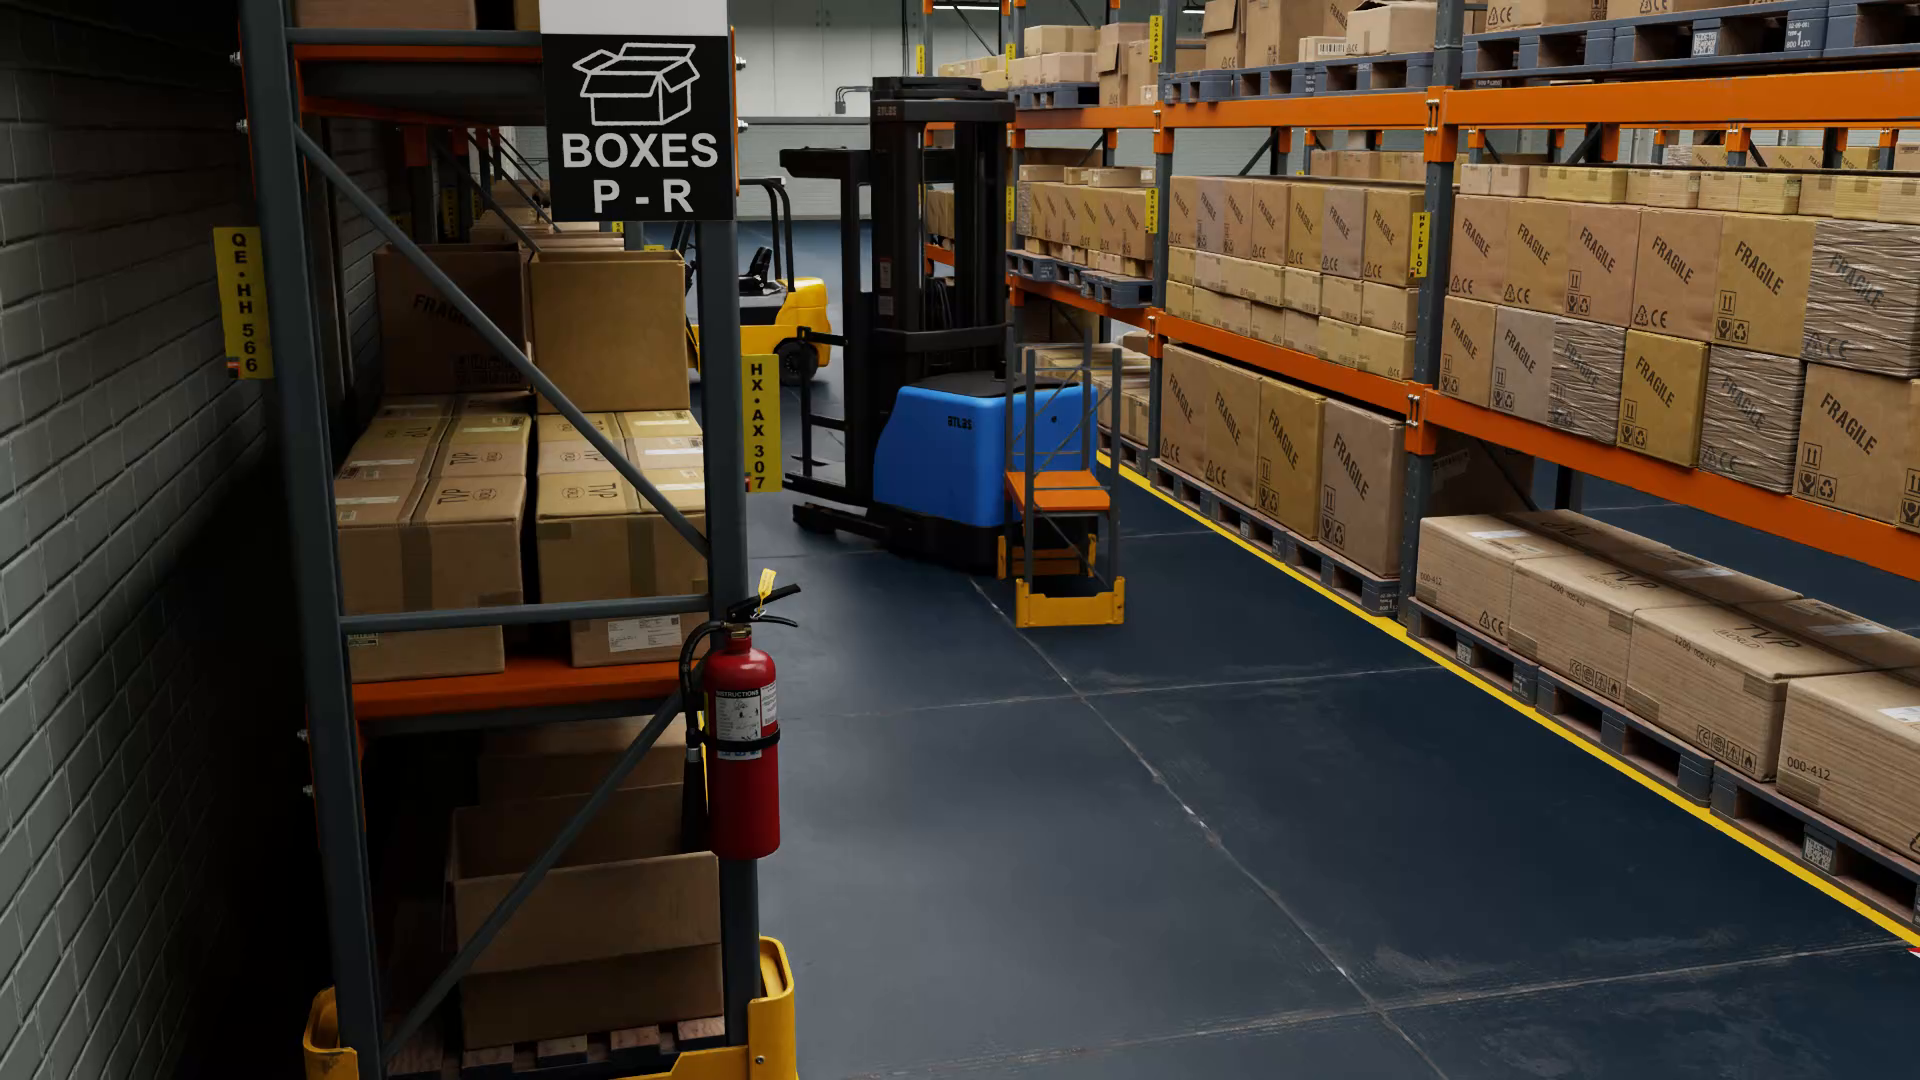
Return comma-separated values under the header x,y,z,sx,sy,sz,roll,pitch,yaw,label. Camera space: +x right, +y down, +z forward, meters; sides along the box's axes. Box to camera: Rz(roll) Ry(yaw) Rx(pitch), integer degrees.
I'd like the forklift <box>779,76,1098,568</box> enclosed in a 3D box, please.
x,y,z,sx,sy,sz,roll,pitch,yaw,label
-0.481,-1.539,11.049,1.130,2.935,3.031,-12,18,-41,forklift

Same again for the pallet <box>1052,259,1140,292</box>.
x,y,z,sx,sy,sz,roll,pitch,yaw,label
1.442,-2.305,14.446,1.003,0.211,1.213,-3,14,-13,pallet

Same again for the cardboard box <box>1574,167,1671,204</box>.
x,y,z,sx,sy,sz,roll,pitch,yaw,label
2.918,-1.545,7.245,0.380,0.149,0.250,-4,14,-15,cardboard box

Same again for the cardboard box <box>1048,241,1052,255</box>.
x,y,z,sx,sy,sz,roll,pitch,yaw,label
1.021,-2.684,15.238,0.380,0.149,0.250,-2,14,-10,cardboard box

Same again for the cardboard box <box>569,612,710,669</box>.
x,y,z,sx,sy,sz,roll,pitch,yaw,label
-0.809,0.210,4.276,0.380,0.149,0.250,-3,14,-14,cardboard box

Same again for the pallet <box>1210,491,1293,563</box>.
x,y,z,sx,sy,sz,roll,pitch,yaw,label
2.342,-0.122,10.983,1.003,0.211,1.213,-3,14,-13,pallet

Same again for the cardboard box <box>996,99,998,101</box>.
x,y,z,sx,sy,sz,roll,pitch,yaw,label
0.580,-4.378,16.737,0.380,0.149,0.250,-3,14,-13,cardboard box

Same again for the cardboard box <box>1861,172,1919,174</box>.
x,y,z,sx,sy,sz,roll,pitch,yaw,label
3.721,-1.345,6.428,0.380,0.149,0.250,-3,14,-13,cardboard box

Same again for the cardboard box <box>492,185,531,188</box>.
x,y,z,sx,sy,sz,roll,pitch,yaw,label
-4.454,-3.451,16.529,0.380,0.149,0.250,-3,14,-14,cardboard box

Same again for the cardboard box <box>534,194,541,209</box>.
x,y,z,sx,sy,sz,roll,pitch,yaw,label
-4.755,-3.671,18.054,0.380,0.149,0.250,-4,14,-14,cardboard box

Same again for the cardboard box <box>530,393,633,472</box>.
x,y,z,sx,sy,sz,roll,pitch,yaw,label
-1.224,-0.362,5.778,0.500,0.250,0.500,-4,14,-15,cardboard box

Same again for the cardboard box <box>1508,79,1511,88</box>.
x,y,z,sx,sy,sz,roll,pitch,yaw,label
6.040,-4.856,17.598,0.380,0.149,0.250,-4,14,-14,cardboard box

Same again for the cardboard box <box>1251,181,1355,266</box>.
x,y,z,sx,sy,sz,roll,pitch,yaw,label
2.173,-2.000,10.476,0.500,0.500,0.500,-3,14,-12,cardboard box

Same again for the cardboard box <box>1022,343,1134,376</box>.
x,y,z,sx,sy,sz,roll,pitch,yaw,label
1.133,-1.673,16.108,0.950,0.372,0.625,-3,14,-12,cardboard box

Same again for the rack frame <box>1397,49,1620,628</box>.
x,y,z,sx,sy,sz,roll,pitch,yaw,label
2.886,-1.021,8.786,1.000,3.000,0.127,-3,14,-13,rack frame

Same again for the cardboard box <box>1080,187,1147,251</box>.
x,y,z,sx,sy,sz,roll,pitch,yaw,label
1.318,-2.665,13.794,0.500,0.500,0.500,-4,14,-17,cardboard box

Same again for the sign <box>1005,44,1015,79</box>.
x,y,z,sx,sy,sz,roll,pitch,yaw,label
0.482,-4.543,15.792,0.100,0.325,0.005,-3,14,-13,sign

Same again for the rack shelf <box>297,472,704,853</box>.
x,y,z,sx,sy,sz,roll,pitch,yaw,label
-1.468,0.067,5.847,1.077,0.370,4.000,-3,14,-13,rack shelf

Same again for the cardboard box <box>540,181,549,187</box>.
x,y,z,sx,sy,sz,roll,pitch,yaw,label
-4.305,-3.774,17.848,0.380,0.149,0.250,-3,14,-13,cardboard box

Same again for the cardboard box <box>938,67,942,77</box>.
x,y,z,sx,sy,sz,roll,pitch,yaw,label
-0.047,-5.419,19.314,0.380,0.149,0.250,-3,14,-14,cardboard box

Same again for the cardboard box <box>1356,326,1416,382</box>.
x,y,z,sx,sy,sz,roll,pitch,yaw,label
2.536,-1.038,9.170,0.500,0.250,0.500,-4,14,-15,cardboard box

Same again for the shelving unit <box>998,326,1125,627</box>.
x,y,z,sx,sy,sz,roll,pitch,yaw,label
0.559,-0.389,9.359,0.587,1.500,1.083,-1,14,-4,shelving unit

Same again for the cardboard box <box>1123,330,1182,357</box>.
x,y,z,sx,sy,sz,roll,pitch,yaw,label
2.079,-1.977,17.959,0.500,0.500,0.500,7,15,26,cardboard box

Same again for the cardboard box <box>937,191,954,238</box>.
x,y,z,sx,sy,sz,roll,pitch,yaw,label
0.035,-3.738,19.071,0.500,0.500,0.500,-3,14,-11,cardboard box

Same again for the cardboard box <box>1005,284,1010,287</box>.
x,y,z,sx,sy,sz,roll,pitch,yaw,label
0.747,-2.615,18.638,0.500,0.500,0.500,-4,14,-15,cardboard box

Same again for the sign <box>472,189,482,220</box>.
x,y,z,sx,sy,sz,roll,pitch,yaw,label
-4.355,-3.017,14.964,0.100,0.325,0.005,-3,14,-13,sign

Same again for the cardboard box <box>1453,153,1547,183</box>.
x,y,z,sx,sy,sz,roll,pitch,yaw,label
5.742,-3.850,17.775,0.875,0.550,0.550,-3,14,-13,cardboard box

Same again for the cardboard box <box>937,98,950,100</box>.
x,y,z,sx,sy,sz,roll,pitch,yaw,label
0.036,-5.071,18.730,0.500,0.250,0.500,-3,14,-14,cardboard box

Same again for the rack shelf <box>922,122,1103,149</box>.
x,y,z,sx,sy,sz,roll,pitch,yaw,label
0.538,-4.436,17.958,1.077,0.370,4.000,-3,14,-13,rack shelf

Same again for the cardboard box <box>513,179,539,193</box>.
x,y,z,sx,sy,sz,roll,pitch,yaw,label
-4.885,-3.931,18.491,0.380,0.149,0.250,-4,14,-14,cardboard box

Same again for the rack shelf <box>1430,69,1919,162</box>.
x,y,z,sx,sy,sz,roll,pitch,yaw,label
3.356,-1.667,6.627,1.077,0.370,4.000,-3,14,-13,rack shelf

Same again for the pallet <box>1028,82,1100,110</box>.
x,y,z,sx,sy,sz,roll,pitch,yaw,label
1.296,-3.845,14.421,1.213,0.211,1.003,-3,14,-13,pallet

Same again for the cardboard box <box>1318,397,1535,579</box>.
x,y,z,sx,sy,sz,roll,pitch,yaw,label
2.663,-0.332,9.556,0.875,0.875,0.875,-3,14,-11,cardboard box

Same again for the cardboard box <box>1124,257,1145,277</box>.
x,y,z,sx,sy,sz,roll,pitch,yaw,label
1.508,-2.146,13.036,0.380,0.149,0.250,-3,14,-12,cardboard box

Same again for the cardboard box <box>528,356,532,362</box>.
x,y,z,sx,sy,sz,roll,pitch,yaw,label
-1.959,-0.571,6.632,0.500,0.250,0.500,-3,14,-14,cardboard box

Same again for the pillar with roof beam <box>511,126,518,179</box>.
x,y,z,sx,sy,sz,roll,pitch,yaw,label
-8.329,-13.376,46.716,9.100,9.000,0.548,-3,14,-13,pillar with roof beam

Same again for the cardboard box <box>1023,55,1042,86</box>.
x,y,z,sx,sy,sz,roll,pitch,yaw,label
0.875,-4.181,14.830,0.500,0.250,0.500,-3,14,-14,cardboard box

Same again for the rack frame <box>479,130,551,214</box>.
x,y,z,sx,sy,sz,roll,pitch,yaw,label
-3.816,-2.589,15.204,1.000,3.000,0.127,-3,14,-13,rack frame

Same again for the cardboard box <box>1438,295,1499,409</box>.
x,y,z,sx,sy,sz,roll,pitch,yaw,label
2.742,-0.947,8.271,0.500,0.500,0.500,-3,14,-11,cardboard box

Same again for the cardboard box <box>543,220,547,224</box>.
x,y,z,sx,sy,sz,roll,pitch,yaw,label
-2.976,-2.355,12.670,0.380,0.149,0.250,-3,14,-13,cardboard box

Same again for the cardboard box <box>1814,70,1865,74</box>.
x,y,z,sx,sy,sz,roll,pitch,yaw,label
6.735,-3.487,12.350,0.500,0.500,0.500,-3,14,-13,cardboard box

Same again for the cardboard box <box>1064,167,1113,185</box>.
x,y,z,sx,sy,sz,roll,pitch,yaw,label
1.130,-3.206,14.639,0.380,0.149,0.250,-2,14,-10,cardboard box

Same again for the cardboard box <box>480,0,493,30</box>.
x,y,z,sx,sy,sz,roll,pitch,yaw,label
-1.471,-1.398,4.537,0.380,0.149,0.250,-4,14,-15,cardboard box

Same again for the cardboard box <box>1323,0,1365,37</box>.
x,y,z,sx,sy,sz,roll,pitch,yaw,label
2.643,-3.263,10.547,0.500,0.500,0.500,-3,14,-13,cardboard box

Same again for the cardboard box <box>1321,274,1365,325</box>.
x,y,z,sx,sy,sz,roll,pitch,yaw,label
2.422,-1.394,9.576,0.500,0.250,0.500,-3,14,-12,cardboard box

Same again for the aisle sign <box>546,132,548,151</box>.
x,y,z,sx,sy,sz,roll,pitch,yaw,label
-4.486,-4.806,18.802,0.394,0.787,0.004,-3,14,-13,aisle sign

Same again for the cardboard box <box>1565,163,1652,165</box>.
x,y,z,sx,sy,sz,roll,pitch,yaw,label
3.268,-1.817,8.361,0.380,0.149,0.250,-4,14,-14,cardboard box

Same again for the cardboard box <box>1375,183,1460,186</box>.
x,y,z,sx,sy,sz,roll,pitch,yaw,label
2.801,-1.905,10.085,0.500,0.500,0.500,-4,14,-15,cardboard box

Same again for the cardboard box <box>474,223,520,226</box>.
x,y,z,sx,sy,sz,roll,pitch,yaw,label
-3.447,-2.264,12.295,0.380,0.149,0.250,-4,14,-14,cardboard box

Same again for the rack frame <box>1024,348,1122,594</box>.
x,y,z,sx,sy,sz,roll,pitch,yaw,label
0.598,-0.271,8.875,0.500,1.500,0.032,-1,14,-4,rack frame

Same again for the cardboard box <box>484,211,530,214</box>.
x,y,z,sx,sy,sz,roll,pitch,yaw,label
-3.872,-2.737,14.233,0.380,0.149,0.250,-3,14,-13,cardboard box
